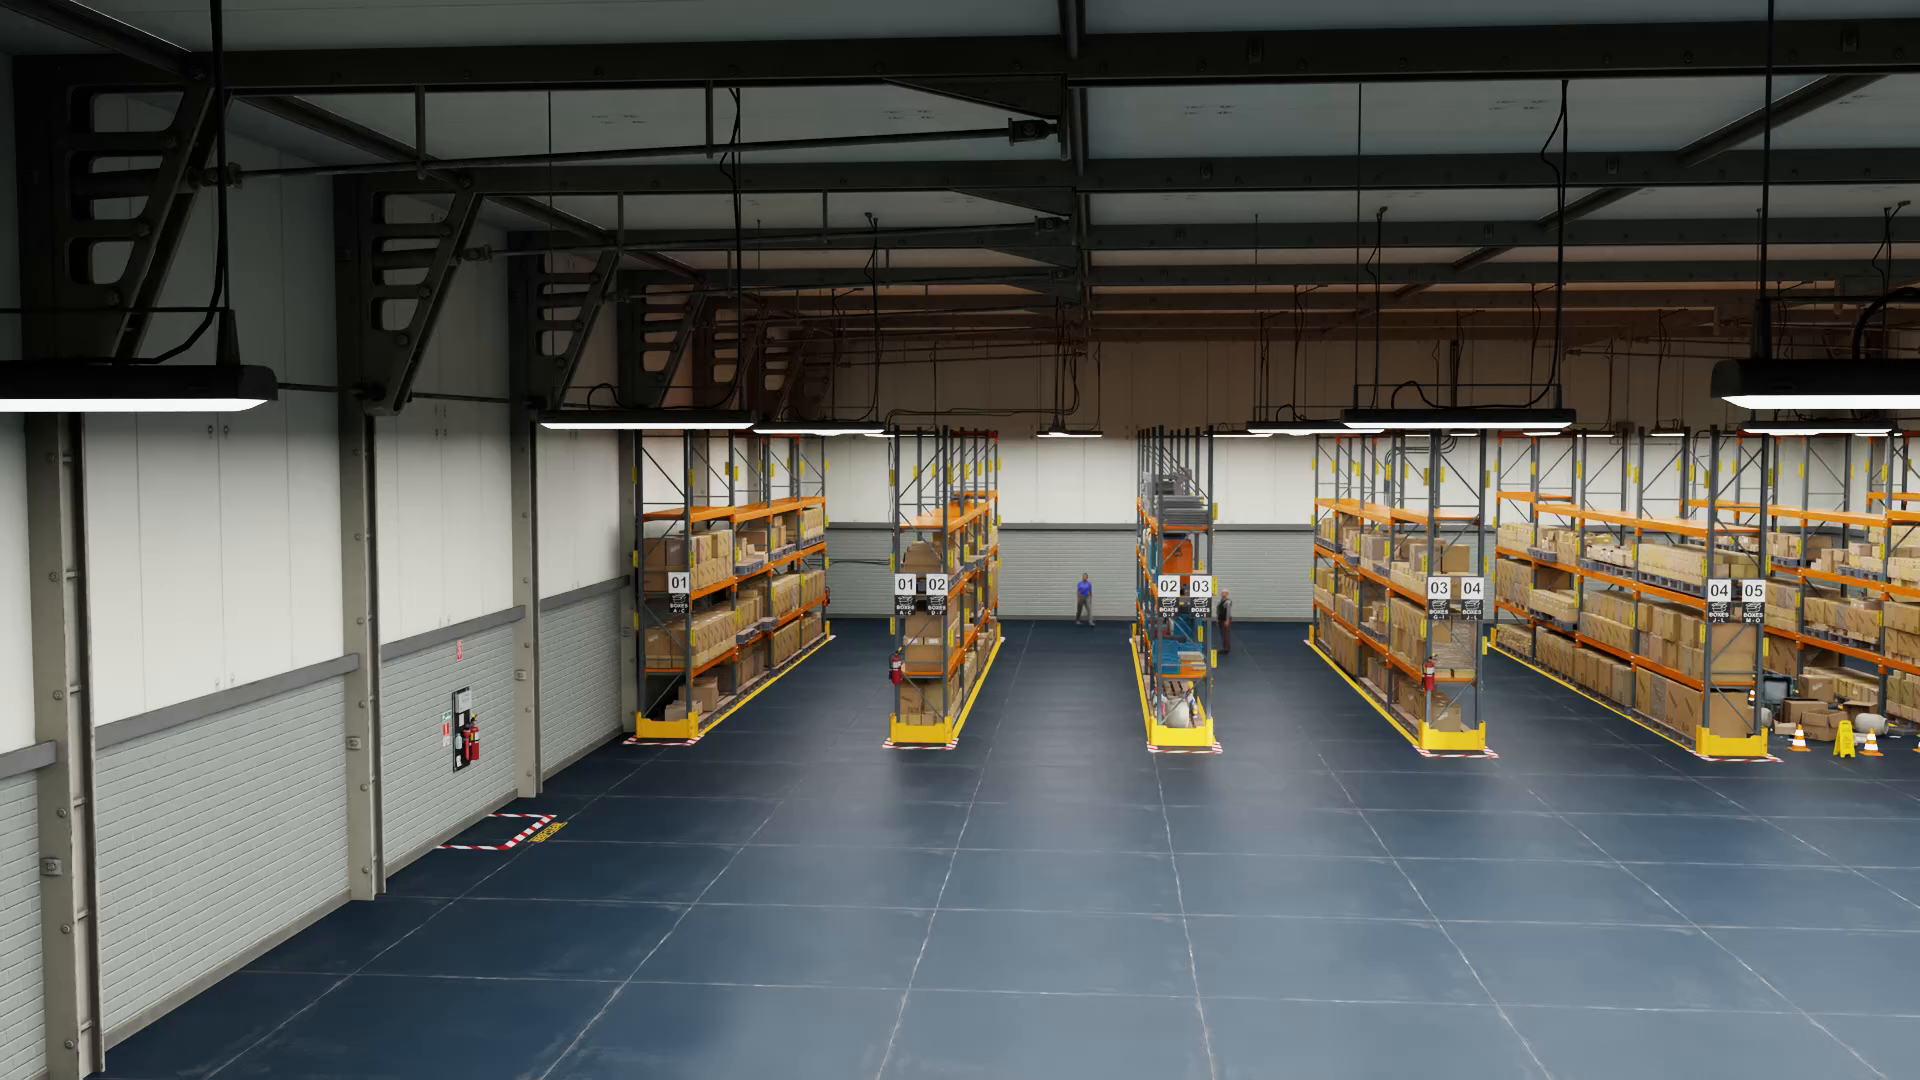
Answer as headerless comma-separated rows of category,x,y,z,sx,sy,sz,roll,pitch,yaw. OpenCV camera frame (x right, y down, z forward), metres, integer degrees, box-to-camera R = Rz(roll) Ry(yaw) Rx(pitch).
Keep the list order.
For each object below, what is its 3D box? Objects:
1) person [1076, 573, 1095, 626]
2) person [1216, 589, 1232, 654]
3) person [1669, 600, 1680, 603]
person,3.840,1.833,51.147,0.510,1.608,0.901,-1,4,-18
person,7.055,2.182,44.556,0.359,1.724,0.563,0,3,-7
person,17.906,2.357,41.635,0.689,1.765,0.830,0,3,-1
